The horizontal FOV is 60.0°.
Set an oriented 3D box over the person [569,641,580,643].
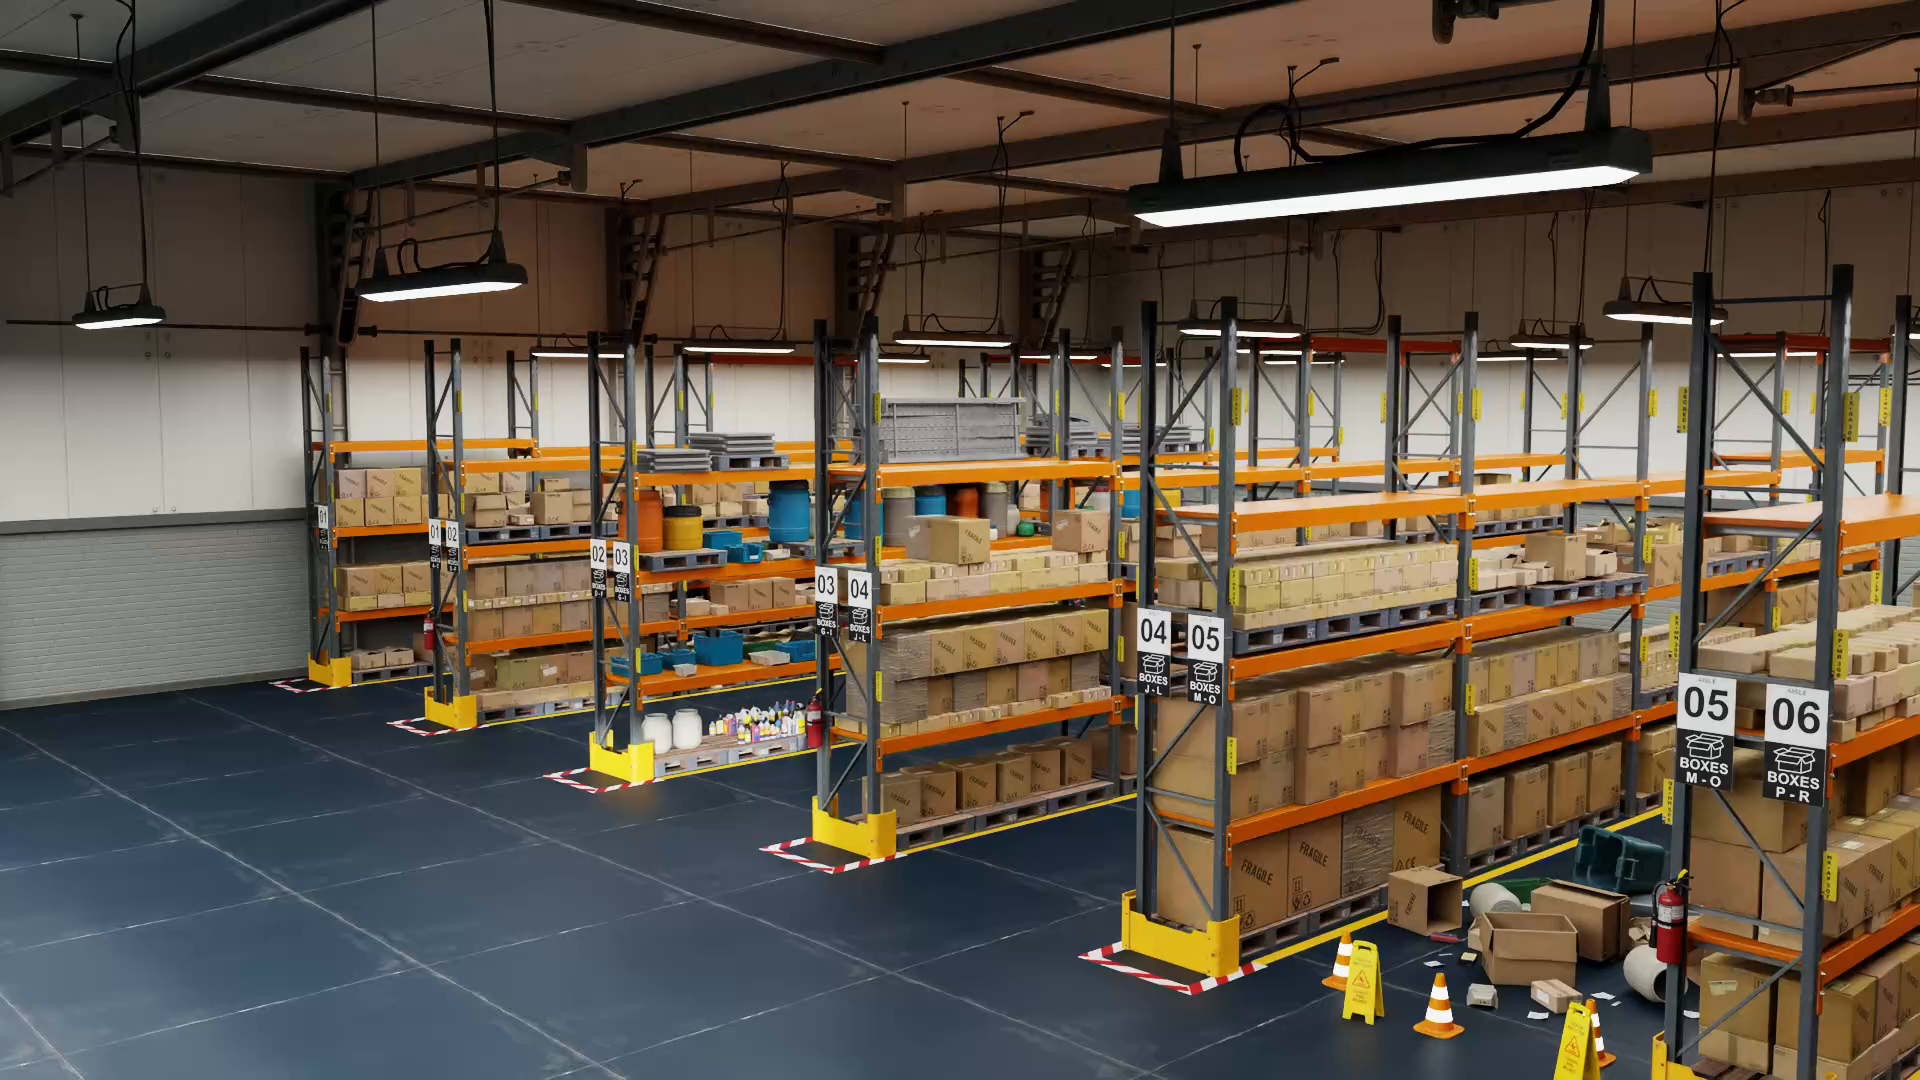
[{"bbox_3d":[-6.865,1.755,29.540,0.745,1.657,0.663,-1,5,-10],"label":"person"}]
